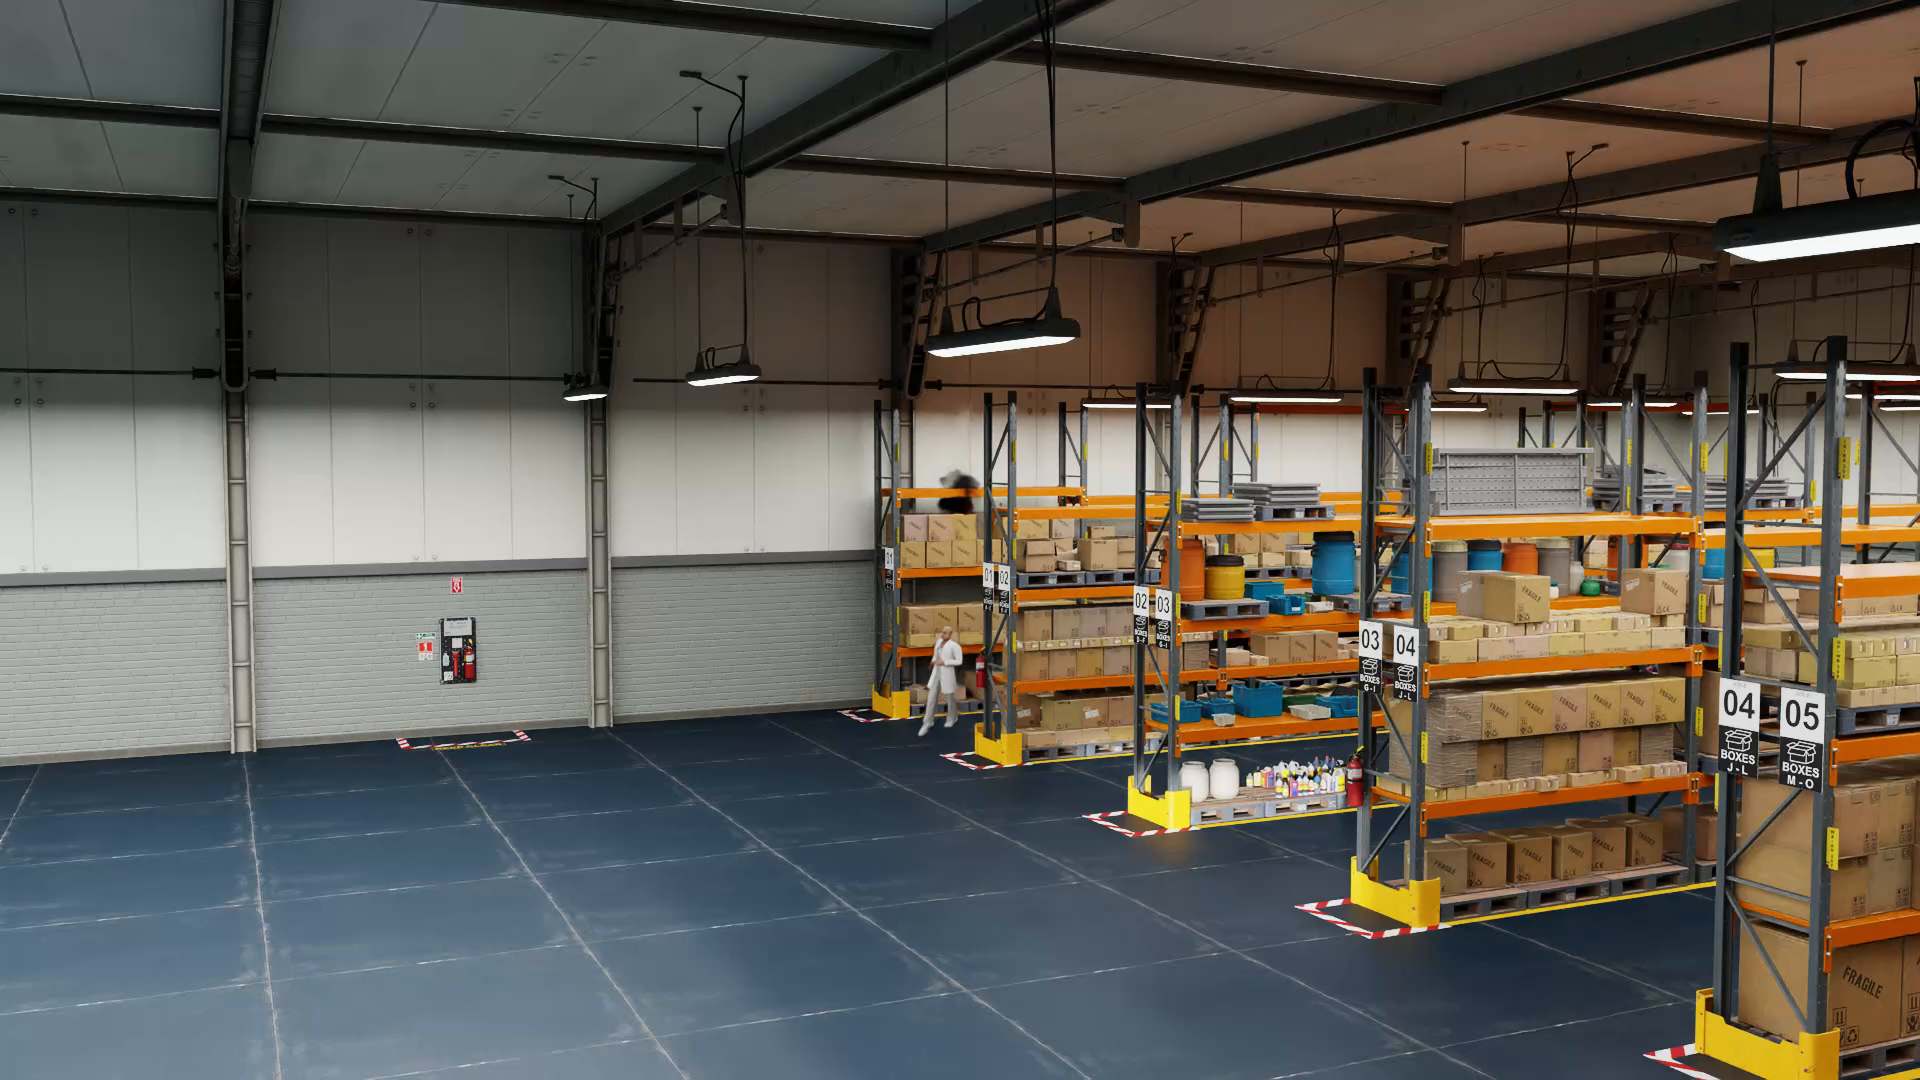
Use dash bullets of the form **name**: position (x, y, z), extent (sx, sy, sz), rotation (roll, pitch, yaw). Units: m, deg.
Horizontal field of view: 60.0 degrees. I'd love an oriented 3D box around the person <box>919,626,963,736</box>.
- **person**: position (-0.229, 2.480, 28.288), extent (0.733, 1.668, 0.859), rotation (3, 4, 38)
